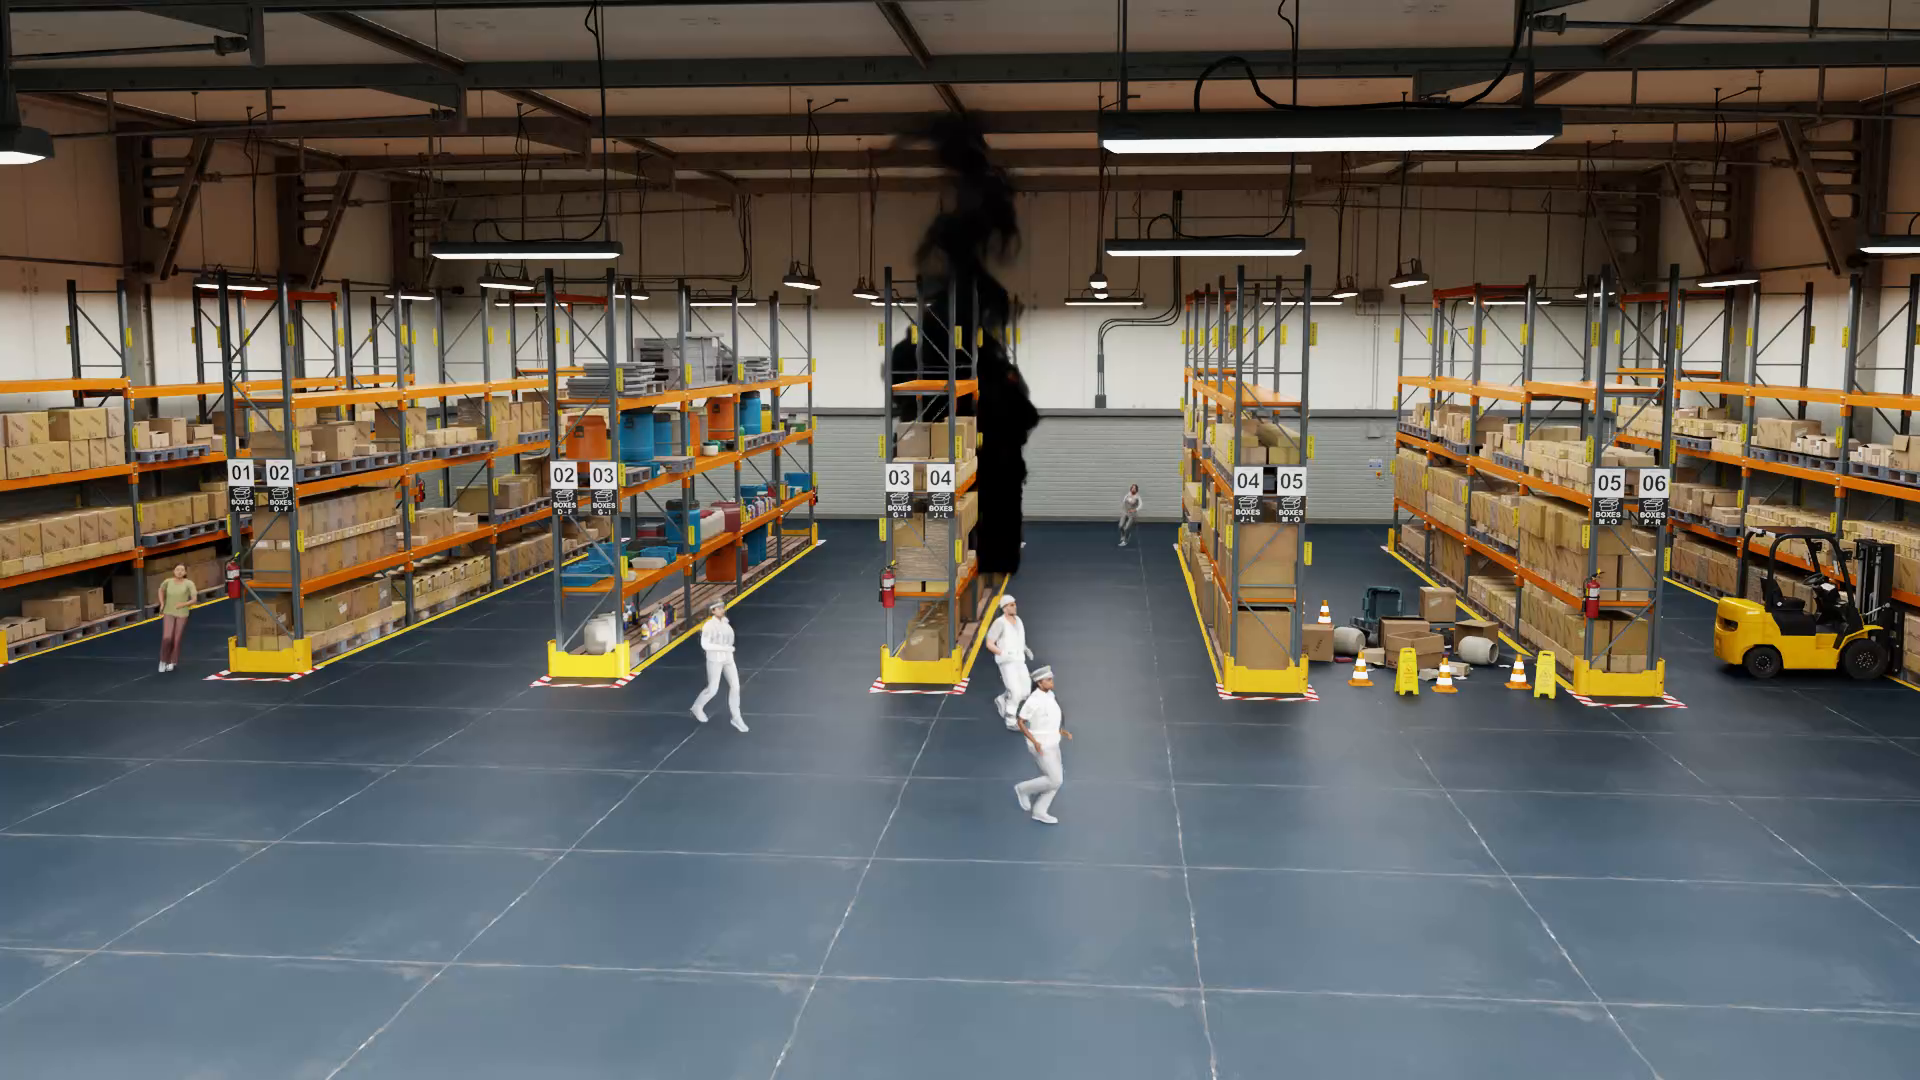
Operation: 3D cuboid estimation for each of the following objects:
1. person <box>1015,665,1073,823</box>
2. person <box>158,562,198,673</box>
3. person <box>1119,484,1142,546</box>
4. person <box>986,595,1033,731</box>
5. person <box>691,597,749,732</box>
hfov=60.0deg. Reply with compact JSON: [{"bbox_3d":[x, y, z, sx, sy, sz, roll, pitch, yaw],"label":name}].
[{"bbox_3d":[0.876,2.108,17.200,0.559,1.657,0.575,4,8,29],"label":"person"},{"bbox_3d":[-11.805,1.150,25.079,0.590,1.656,0.608,-3,7,-21],"label":"person"},{"bbox_3d":[4.089,-0.595,39.921,0.619,1.516,0.537,3,8,25],"label":"person"},{"bbox_3d":[0.622,1.562,21.280,0.621,1.737,0.654,7,10,44],"label":"person"},{"bbox_3d":[-3.096,1.580,21.351,0.892,1.718,0.622,5,9,37],"label":"person"}]
